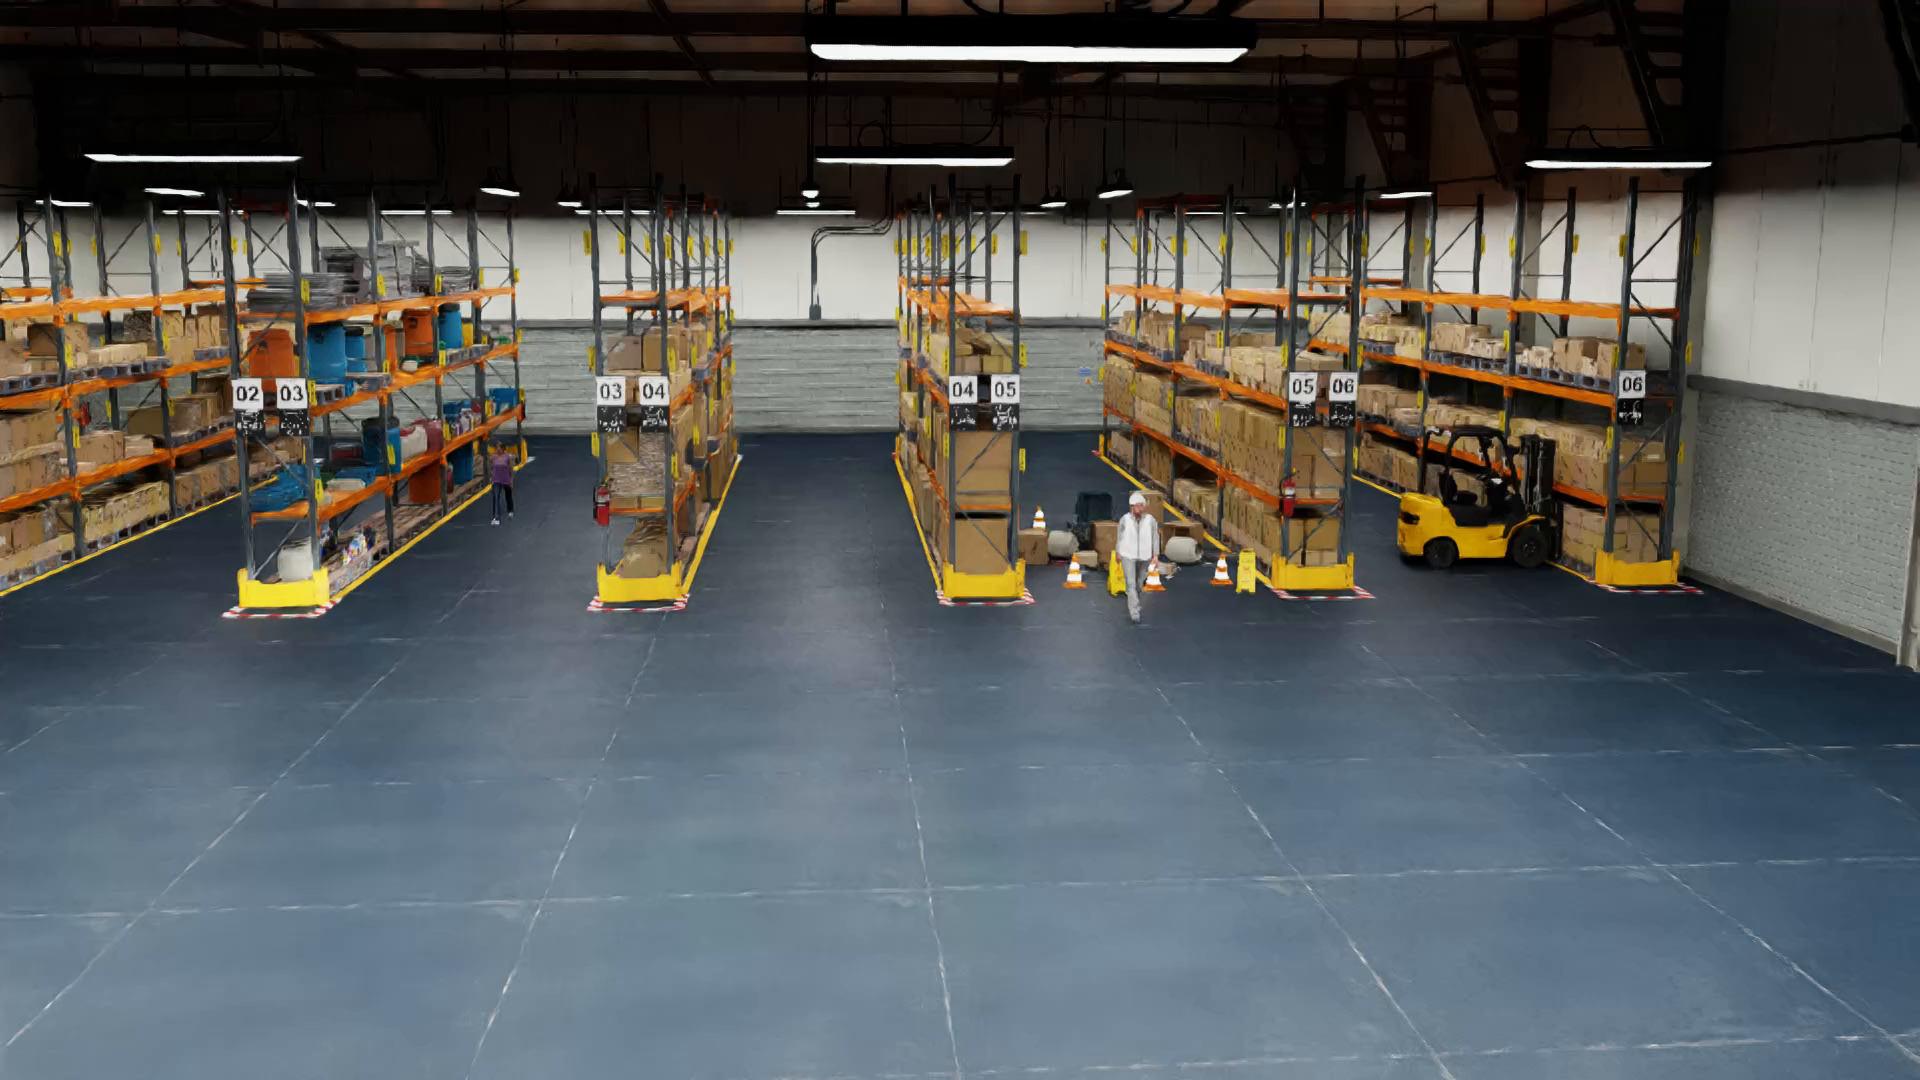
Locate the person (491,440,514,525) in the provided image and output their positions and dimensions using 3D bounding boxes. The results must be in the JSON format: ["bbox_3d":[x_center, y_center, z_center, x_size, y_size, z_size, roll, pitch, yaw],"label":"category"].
[{"bbox_3d":[-8.335,-1.075,30.341,0.415,1.517,1.042,-1,10,-7],"label":"person"}]

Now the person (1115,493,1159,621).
[{"bbox_3d":[2.420,0.204,22.598,0.555,1.725,1.029,-1,10,-5],"label":"person"}]

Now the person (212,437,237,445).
[{"bbox_3d":[-18.605,-3.210,42.159,0.521,1.657,0.717,8,13,40],"label":"person"}]

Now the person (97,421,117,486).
[{"bbox_3d":[-16.848,-1.562,32.896,0.639,1.632,0.512,-1,10,-6],"label":"person"}]
